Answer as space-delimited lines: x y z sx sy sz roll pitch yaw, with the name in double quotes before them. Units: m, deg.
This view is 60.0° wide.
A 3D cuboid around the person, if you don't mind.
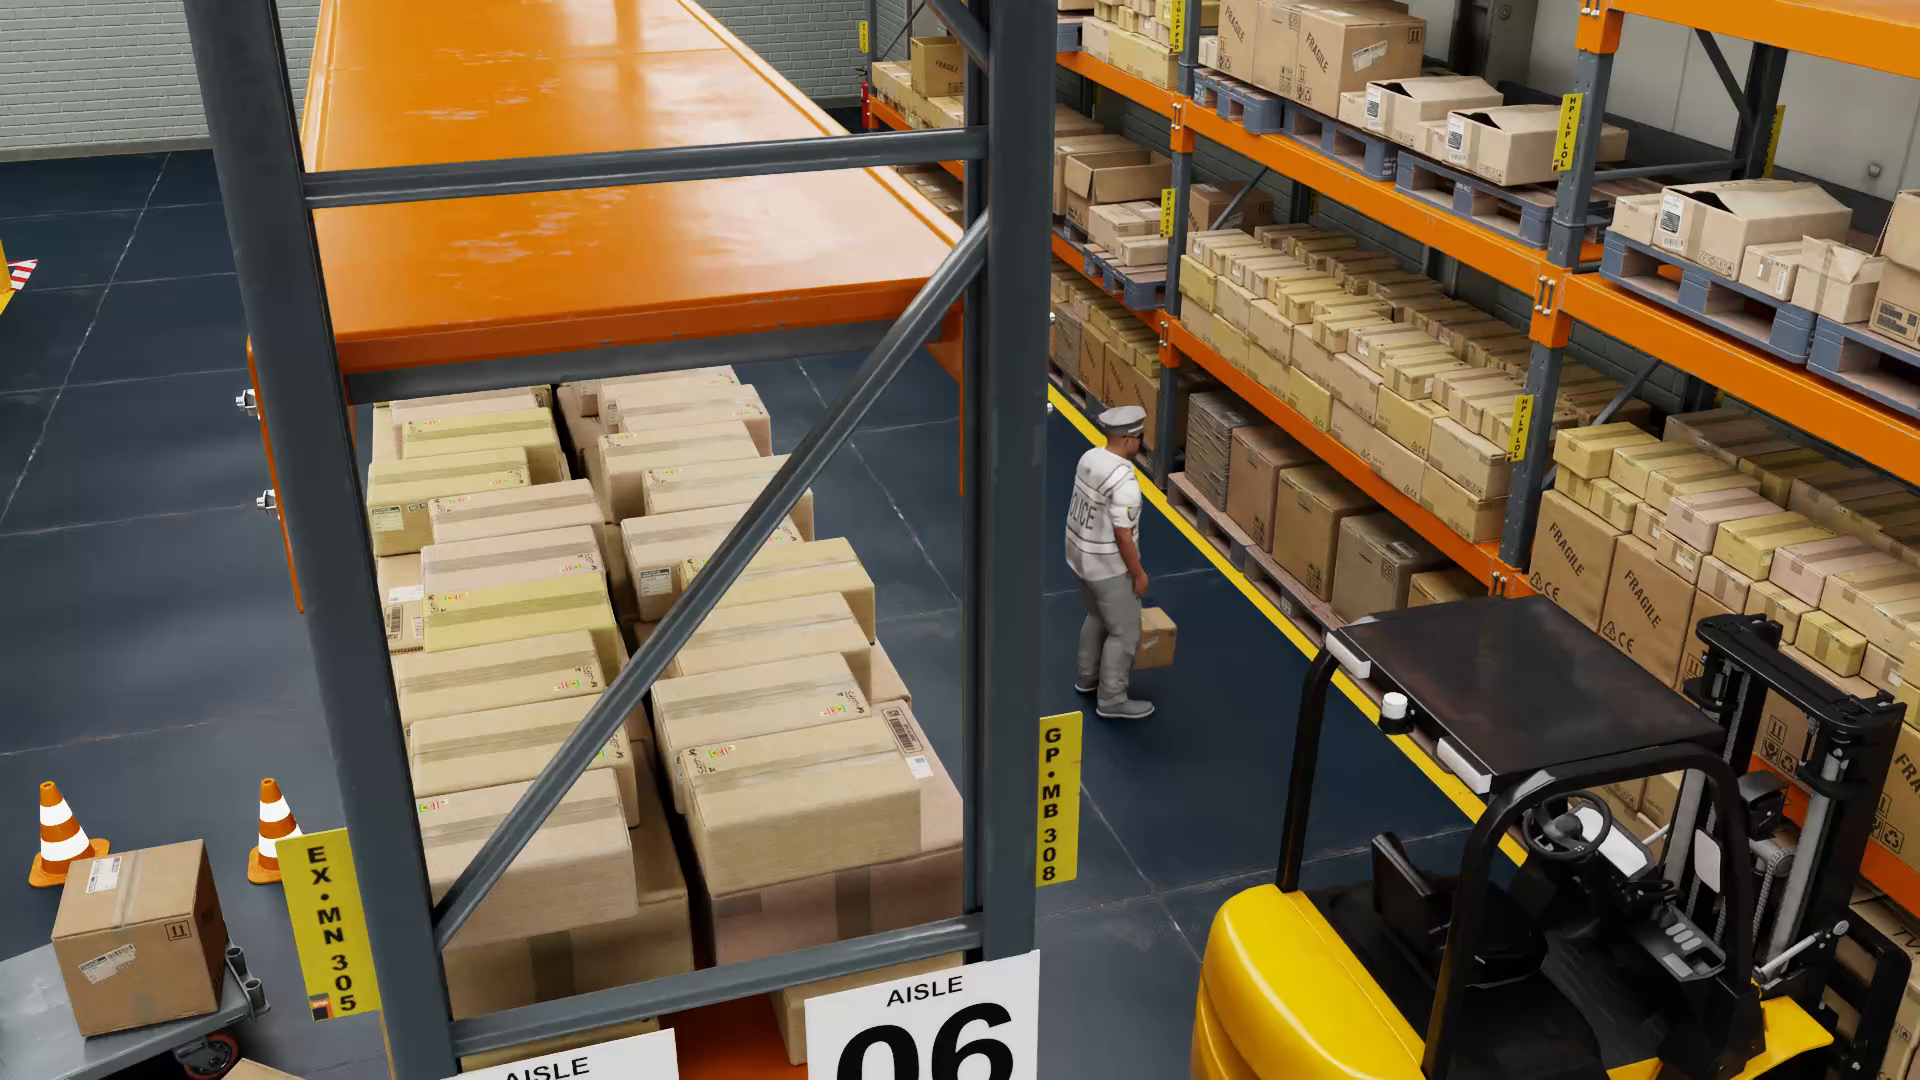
"person" 0.809 0.119 9.113 0.434 1.746 0.576 -9 28 -18
